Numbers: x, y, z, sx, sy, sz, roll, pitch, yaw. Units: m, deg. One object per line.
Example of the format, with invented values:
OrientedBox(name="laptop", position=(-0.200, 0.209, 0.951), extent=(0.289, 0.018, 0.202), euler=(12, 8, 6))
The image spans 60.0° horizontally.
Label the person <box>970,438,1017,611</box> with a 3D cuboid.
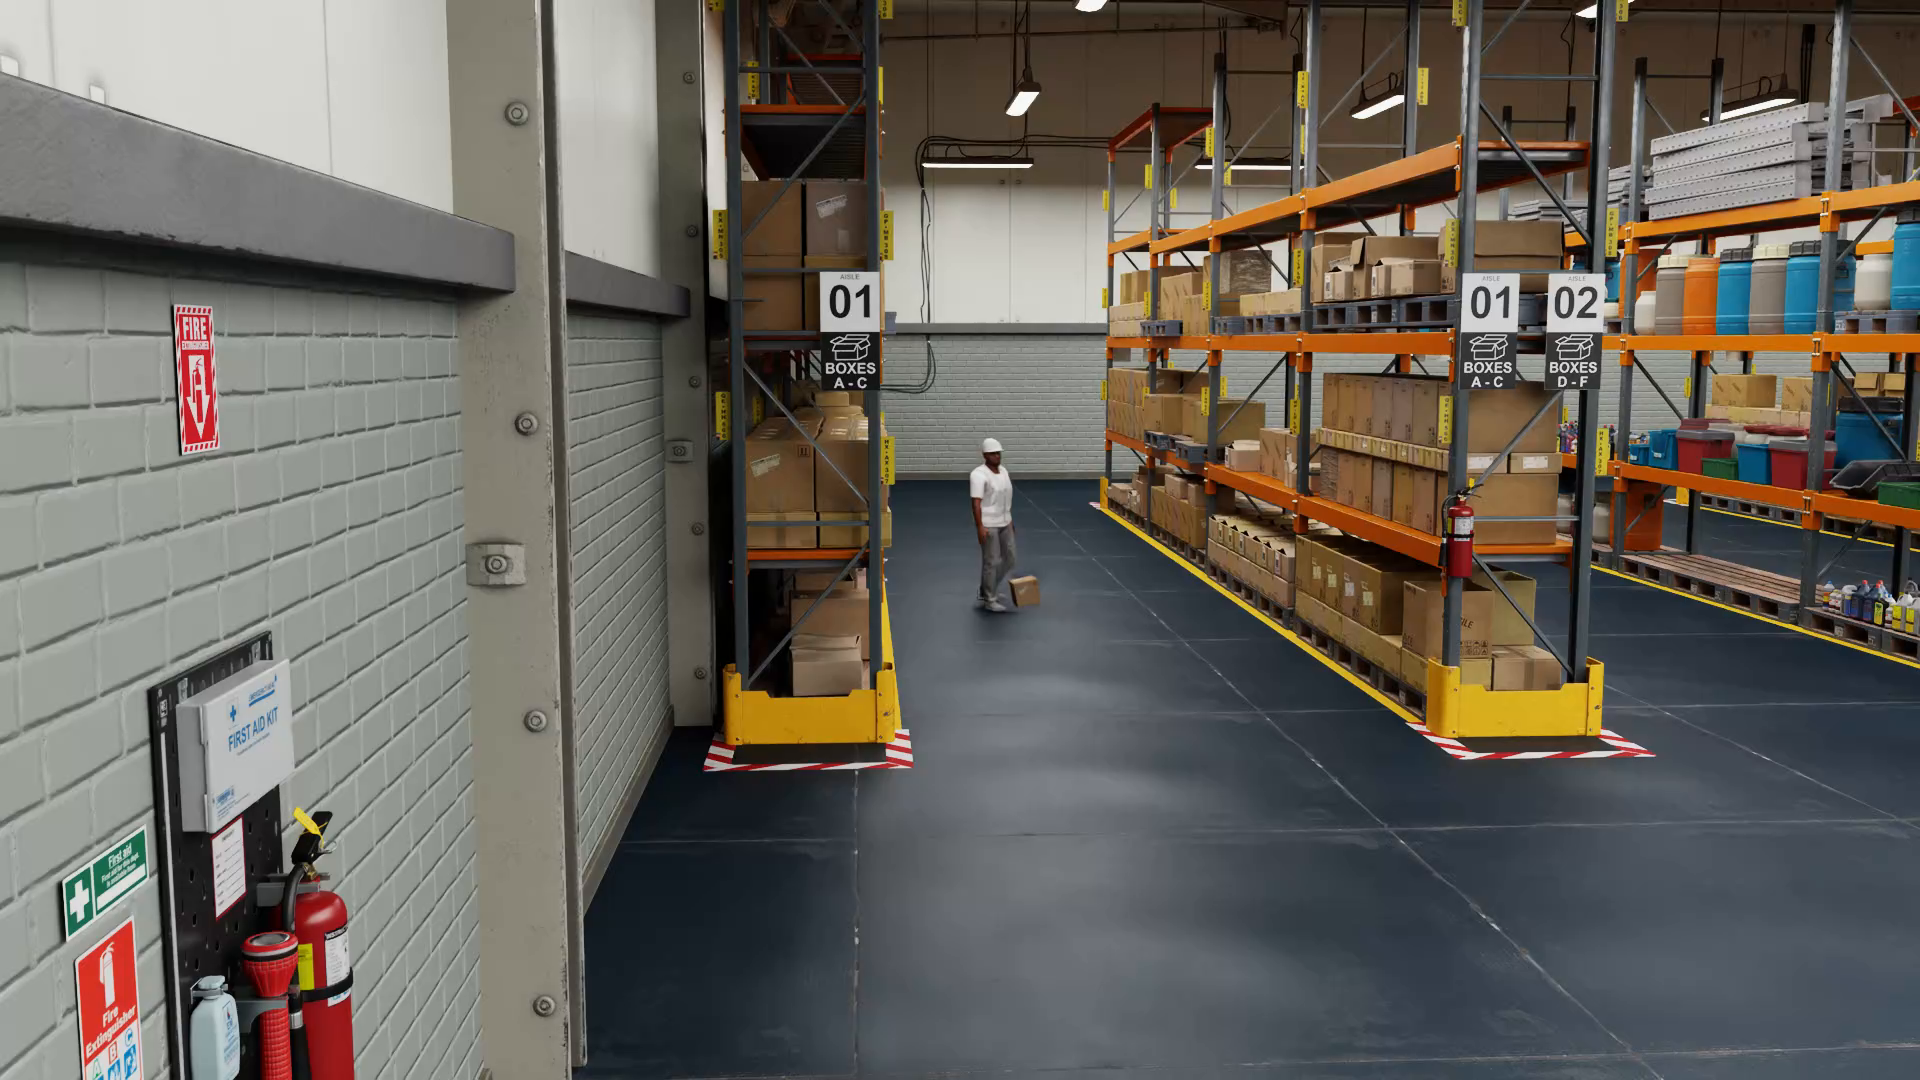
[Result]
OrientedBox(name="person", position=(0.316, -0.159, 16.947), extent=(0.461, 1.766, 0.653), euler=(5, 9, 37))
